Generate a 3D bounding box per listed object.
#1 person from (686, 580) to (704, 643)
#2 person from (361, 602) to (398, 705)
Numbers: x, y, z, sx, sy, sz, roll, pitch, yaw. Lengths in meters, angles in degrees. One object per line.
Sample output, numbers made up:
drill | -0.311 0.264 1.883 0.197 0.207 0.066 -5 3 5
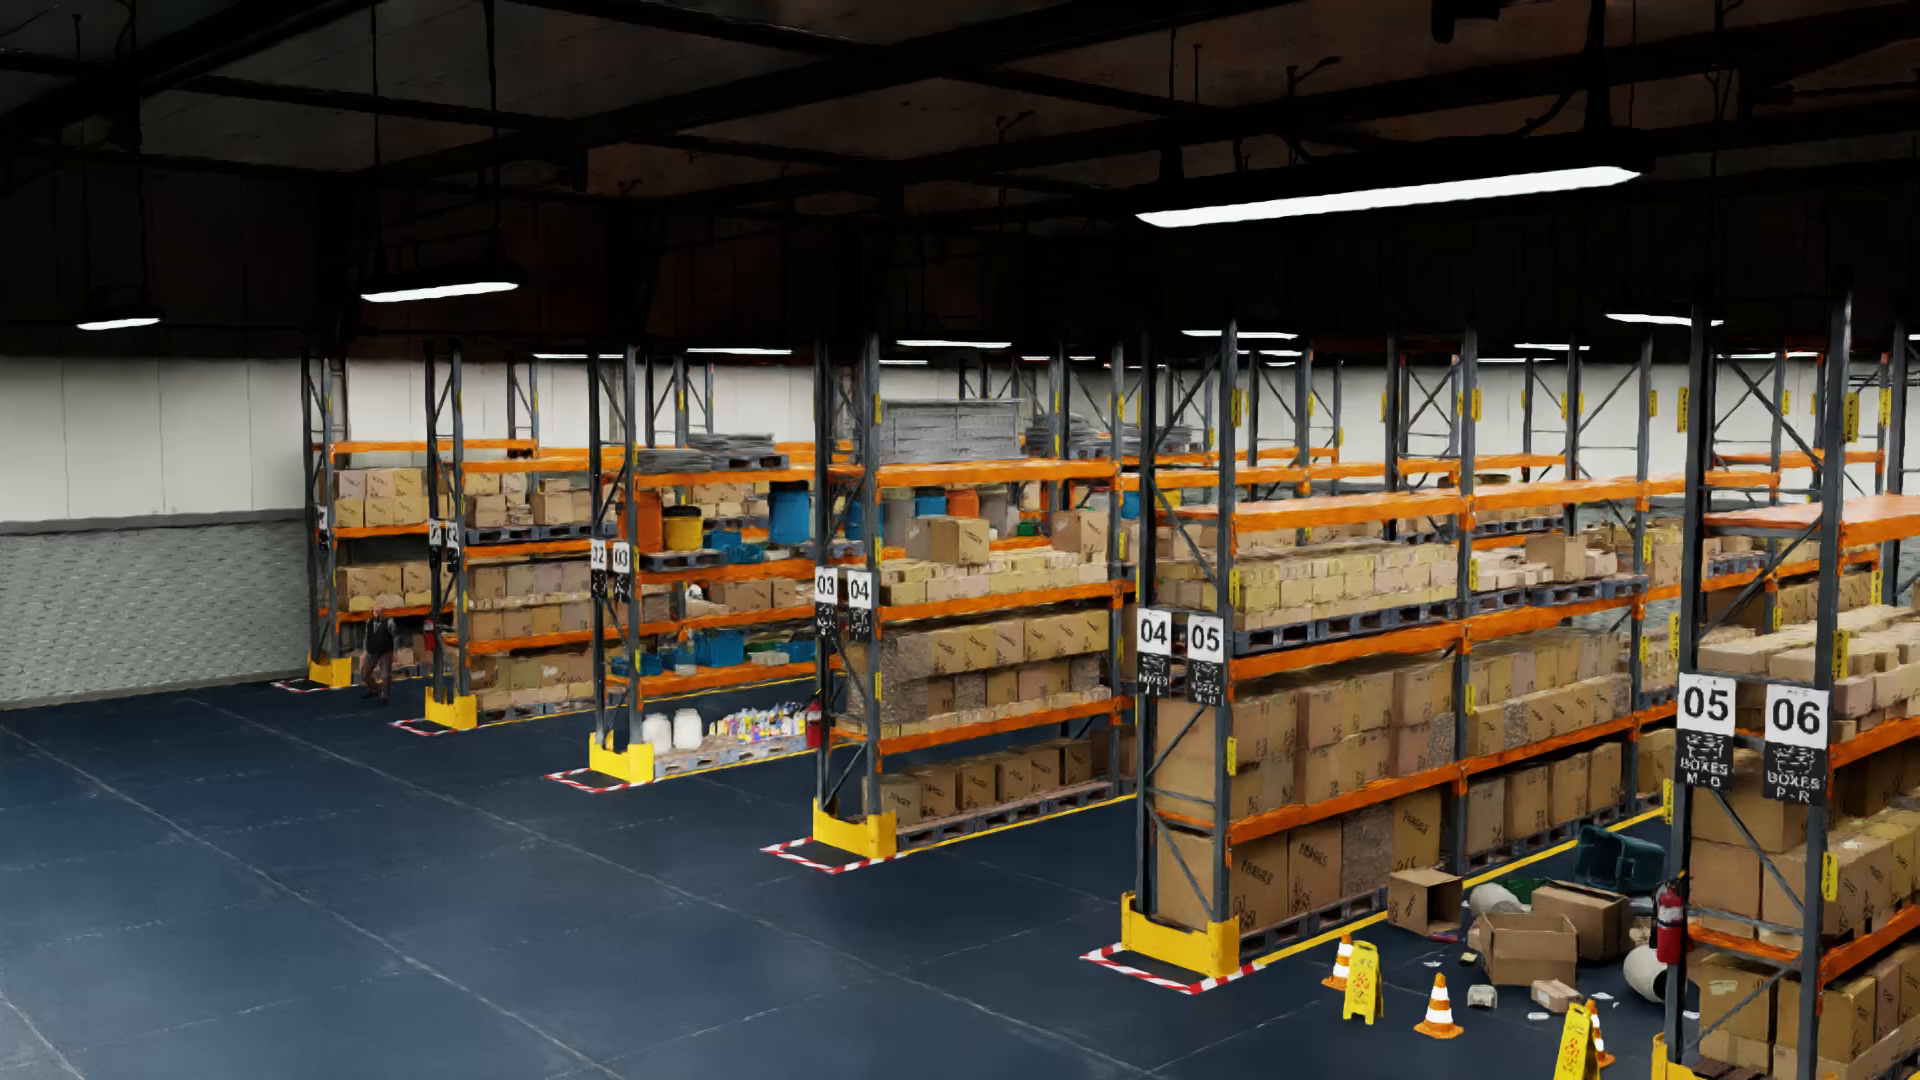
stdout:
person | -5.342 1.443 33.065 0.490 1.591 0.999 4 6 39
person | -9.695 1.877 27.651 0.712 1.712 0.515 1 5 7
